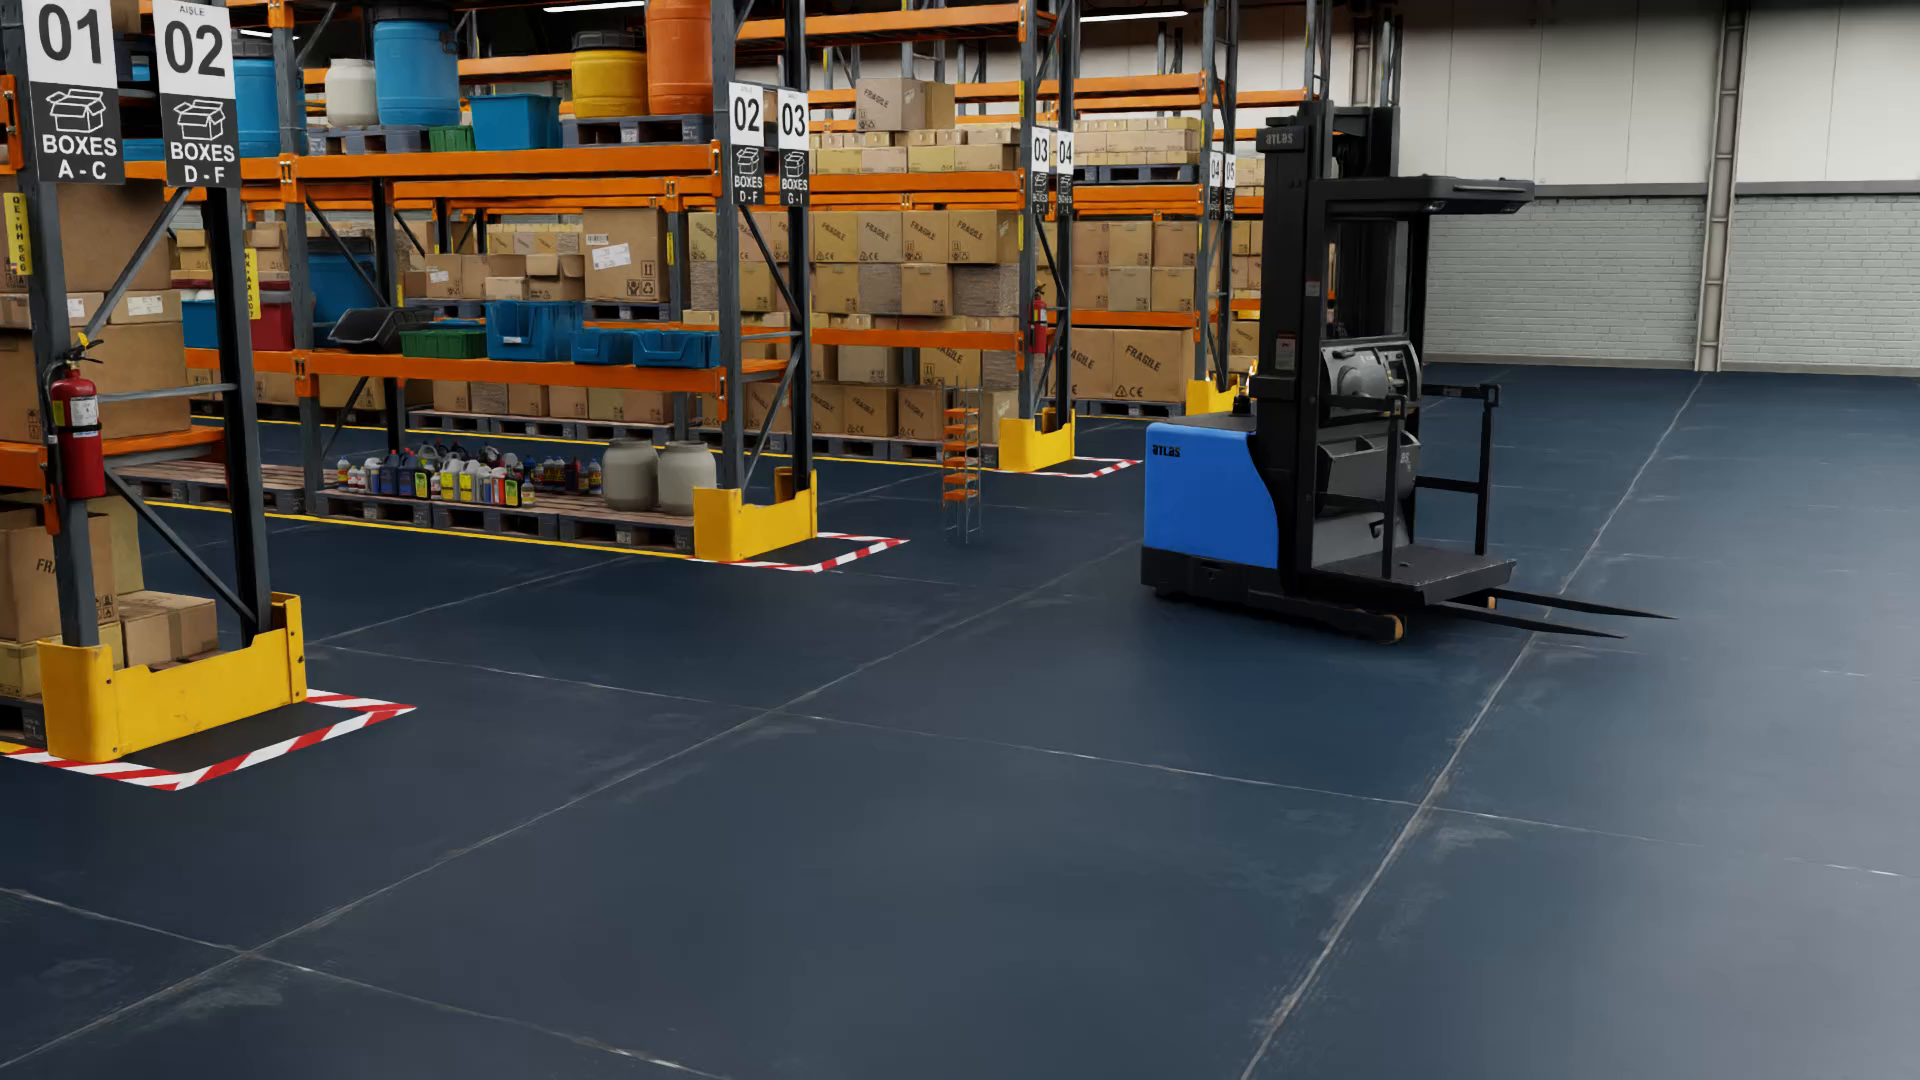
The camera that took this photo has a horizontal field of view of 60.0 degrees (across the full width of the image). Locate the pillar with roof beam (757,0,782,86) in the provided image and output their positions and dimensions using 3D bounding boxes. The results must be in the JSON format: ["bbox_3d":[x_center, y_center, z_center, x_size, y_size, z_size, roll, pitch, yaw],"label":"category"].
[{"bbox_3d":[-5.484,-8.004,31.188,0.548,9.000,9.100,5,11,26],"label":"pillar with roof beam"}]

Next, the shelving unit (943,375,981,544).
[{"bbox_3d":[0.013,-0.589,12.117,0.189,1.200,0.258,5,11,26],"label":"shelving unit"}]

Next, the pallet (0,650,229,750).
[{"bbox_3d":[-4.261,0.681,7.875,1.213,0.211,1.003,5,11,26],"label":"pallet"}]

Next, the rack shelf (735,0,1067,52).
[{"bbox_3d":[-0.964,-4.974,16.472,4.000,0.370,1.077,5,11,26],"label":"rack shelf"}]

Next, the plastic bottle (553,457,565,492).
[{"bbox_3d":[-3.157,-0.522,13.118,0.097,0.271,0.097,0,10,0],"label":"plastic bottle"}]

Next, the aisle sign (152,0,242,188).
[{"bbox_3d":[-3.362,-1.961,7.341,0.004,0.787,0.394,5,11,26],"label":"aisle sign"}]

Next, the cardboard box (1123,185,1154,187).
[{"bbox_3d":[2.811,-5.507,25.398,0.500,0.250,0.500,5,11,26],"label":"cardboard box"}]

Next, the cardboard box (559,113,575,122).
[{"bbox_3d":[-3.980,-4.395,18.200,0.637,0.503,0.797,6,12,28],"label":"cardboard box"}]

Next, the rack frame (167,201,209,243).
[{"bbox_3d":[-9.932,-3.165,21.296,0.127,3.000,1.000,5,11,26],"label":"rack frame"}]

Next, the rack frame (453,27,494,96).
[{"bbox_3d":[-9.134,-8.015,31.248,0.127,3.000,1.000,5,11,26],"label":"rack frame"}]

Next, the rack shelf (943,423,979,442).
[{"bbox_3d":[0.013,-0.782,12.082,0.180,0.103,0.258,5,11,26],"label":"rack shelf"}]

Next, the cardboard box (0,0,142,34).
[{"bbox_3d":[-4.070,-2.486,7.259,0.637,0.503,0.797,6,12,30],"label":"cardboard box"}]

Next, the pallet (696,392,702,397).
[{"bbox_3d":[-3.386,-2.188,23.726,1.213,0.211,1.003,5,11,26],"label":"pallet"}]

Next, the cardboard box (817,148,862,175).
[{"bbox_3d":[-1.073,-3.739,16.463,0.500,0.250,0.500,5,11,25],"label":"cardboard box"}]

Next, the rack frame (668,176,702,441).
[{"bbox_3d":[-2.757,-2.535,17.813,0.127,3.000,1.000,5,11,26],"label":"rack frame"}]

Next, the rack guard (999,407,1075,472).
[{"bbox_3d":[0.762,-0.995,16.327,0.348,0.500,1.175,5,11,26],"label":"rack guard"}]

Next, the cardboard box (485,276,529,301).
[{"bbox_3d":[-4.943,-2.814,18.598,0.500,0.250,0.500,5,11,24],"label":"cardboard box"}]

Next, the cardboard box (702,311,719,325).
[{"bbox_3d":[-2.479,-2.324,17.356,0.250,0.149,0.380,5,11,26],"label":"cardboard box"}]

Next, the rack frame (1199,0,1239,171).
[{"bbox_3d":[3.115,-5.956,19.870,0.127,3.000,1.000,5,11,26],"label":"rack frame"}]

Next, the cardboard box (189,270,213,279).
[{"bbox_3d":[-9.179,-3.099,20.648,0.500,0.500,0.500,5,11,26],"label":"cardboard box"}]

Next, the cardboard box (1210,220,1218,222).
[{"bbox_3d":[3.706,-4.560,25.080,0.500,0.500,0.700,5,11,25],"label":"cardboard box"}]

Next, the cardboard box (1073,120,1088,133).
[{"bbox_3d":[1.523,-5.077,20.443,0.250,0.149,0.380,5,11,25],"label":"cardboard box"}]

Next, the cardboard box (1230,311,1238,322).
[{"bbox_3d":[4.022,-3.384,25.118,0.250,0.149,0.380,5,12,27],"label":"cardboard box"}]

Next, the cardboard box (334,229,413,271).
[{"bbox_3d":[-6.993,-3.453,19.789,0.637,0.503,0.797,5,12,28],"label":"cardboard box"}]

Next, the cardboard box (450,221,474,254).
[{"bbox_3d":[-7.943,-4.711,25.916,0.500,0.500,0.500,5,12,27],"label":"cardboard box"}]

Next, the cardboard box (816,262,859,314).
[{"bbox_3d":[-1.025,-2.571,16.895,0.500,0.500,0.875,5,11,26],"label":"cardboard box"}]

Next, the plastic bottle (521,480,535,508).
[{"bbox_3d":[-3.203,-0.343,12.323,0.097,0.201,0.097,0,10,0],"label":"plastic bottle"}]

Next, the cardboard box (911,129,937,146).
[{"bbox_3d":[-0.268,-3.849,15.955,0.250,0.149,0.380,5,11,26],"label":"cardboard box"}]

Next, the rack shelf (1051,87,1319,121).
[{"bbox_3d":[3.421,-6.556,25.217,4.000,0.370,1.077,5,11,26],"label":"rack shelf"}]

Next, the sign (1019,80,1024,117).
[{"bbox_3d":[0.566,-4.044,15.244,0.005,0.325,0.100,5,11,26],"label":"sign"}]

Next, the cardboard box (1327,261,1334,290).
[{"bbox_3d":[6.389,-4.684,29.406,0.500,0.500,0.500,5,12,28],"label":"cardboard box"}]

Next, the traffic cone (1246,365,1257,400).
[{"bbox_3d":[4.072,-2.178,22.963,0.334,0.463,0.336,5,11,26],"label":"traffic cone"}]

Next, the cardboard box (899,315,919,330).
[{"bbox_3d":[-0.411,-2.165,16.476,0.250,0.149,0.380,5,11,26],"label":"cardboard box"}]

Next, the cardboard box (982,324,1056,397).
[{"bbox_3d":[0.871,-2.349,21.573,0.875,0.875,0.875,5,11,26],"label":"cardboard box"}]

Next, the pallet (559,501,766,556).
[{"bbox_3d":[-2.177,-0.120,12.299,1.213,0.211,1.003,5,11,26],"label":"pallet"}]

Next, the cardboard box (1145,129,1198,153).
[{"bbox_3d":[2.552,-4.802,20.044,0.500,0.250,0.500,5,11,27],"label":"cardboard box"}]

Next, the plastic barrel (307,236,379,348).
[{"bbox_3d":[-5.161,-2.069,13.833,0.708,0.901,0.600,5,11,26],"label":"plastic barrel"}]

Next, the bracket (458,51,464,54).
[{"bbox_3d":[-11.615,-11.099,38.178,0.430,0.232,0.235,5,11,26],"label":"bracket"}]

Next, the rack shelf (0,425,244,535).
[{"bbox_3d":[-5.350,-0.441,8.266,4.000,0.370,1.077,5,11,26],"label":"rack shelf"}]

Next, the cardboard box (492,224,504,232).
[{"bbox_3d":[-8.489,-5.803,30.962,0.250,0.149,0.380,5,12,28],"label":"cardboard box"}]

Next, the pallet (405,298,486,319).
[{"bbox_3d":[-5.658,-2.716,19.355,1.003,0.211,1.213,5,11,26],"label":"pallet"}]

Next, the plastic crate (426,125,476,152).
[{"bbox_3d":[-3.654,-2.948,12.267,0.450,0.188,0.336,5,11,26],"label":"plastic crate"}]

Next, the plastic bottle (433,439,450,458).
[{"bbox_3d":[-4.244,-0.652,13.613,0.185,0.351,0.144,5,11,24],"label":"plastic bottle"}]

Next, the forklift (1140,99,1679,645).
[{"bbox_3d":[2.504,-0.974,9.382,1.130,2.935,3.031,-10,14,-43],"label":"forklift"}]

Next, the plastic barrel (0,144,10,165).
[{"bbox_3d":[-8.393,-3.517,14.501,0.421,0.512,0.421,0,10,0],"label":"plastic barrel"}]

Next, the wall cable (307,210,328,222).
[{"bbox_3d":[-13.584,-6.231,35.383,0.122,1.984,0.588,5,11,26],"label":"wall cable"}]

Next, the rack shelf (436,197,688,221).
[{"bbox_3d":[-5.853,-4.914,24.555,4.000,0.370,1.077,5,11,26],"label":"rack shelf"}]

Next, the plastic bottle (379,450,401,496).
[{"bbox_3d":[-4.409,-0.527,12.921,0.185,0.351,0.144,5,12,27],"label":"plastic bottle"}]

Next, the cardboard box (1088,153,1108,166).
[{"bbox_3d":[1.754,-4.664,20.402,0.250,0.149,0.380,5,11,25],"label":"cardboard box"}]

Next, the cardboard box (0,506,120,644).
[{"bbox_3d":[-4.169,0.145,7.443,0.500,0.500,0.500,5,11,26],"label":"cardboard box"}]

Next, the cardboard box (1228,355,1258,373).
[{"bbox_3d":[4.349,-2.678,25.149,0.500,0.250,0.500,5,11,26],"label":"cardboard box"}]

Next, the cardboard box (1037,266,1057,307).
[{"bbox_3d":[1.319,-3.239,21.281,0.500,0.550,0.875,5,11,26],"label":"cardboard box"}]

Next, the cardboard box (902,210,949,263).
[{"bbox_3d":[-0.224,-2.949,16.181,0.500,0.500,0.500,5,11,26],"label":"cardboard box"}]
